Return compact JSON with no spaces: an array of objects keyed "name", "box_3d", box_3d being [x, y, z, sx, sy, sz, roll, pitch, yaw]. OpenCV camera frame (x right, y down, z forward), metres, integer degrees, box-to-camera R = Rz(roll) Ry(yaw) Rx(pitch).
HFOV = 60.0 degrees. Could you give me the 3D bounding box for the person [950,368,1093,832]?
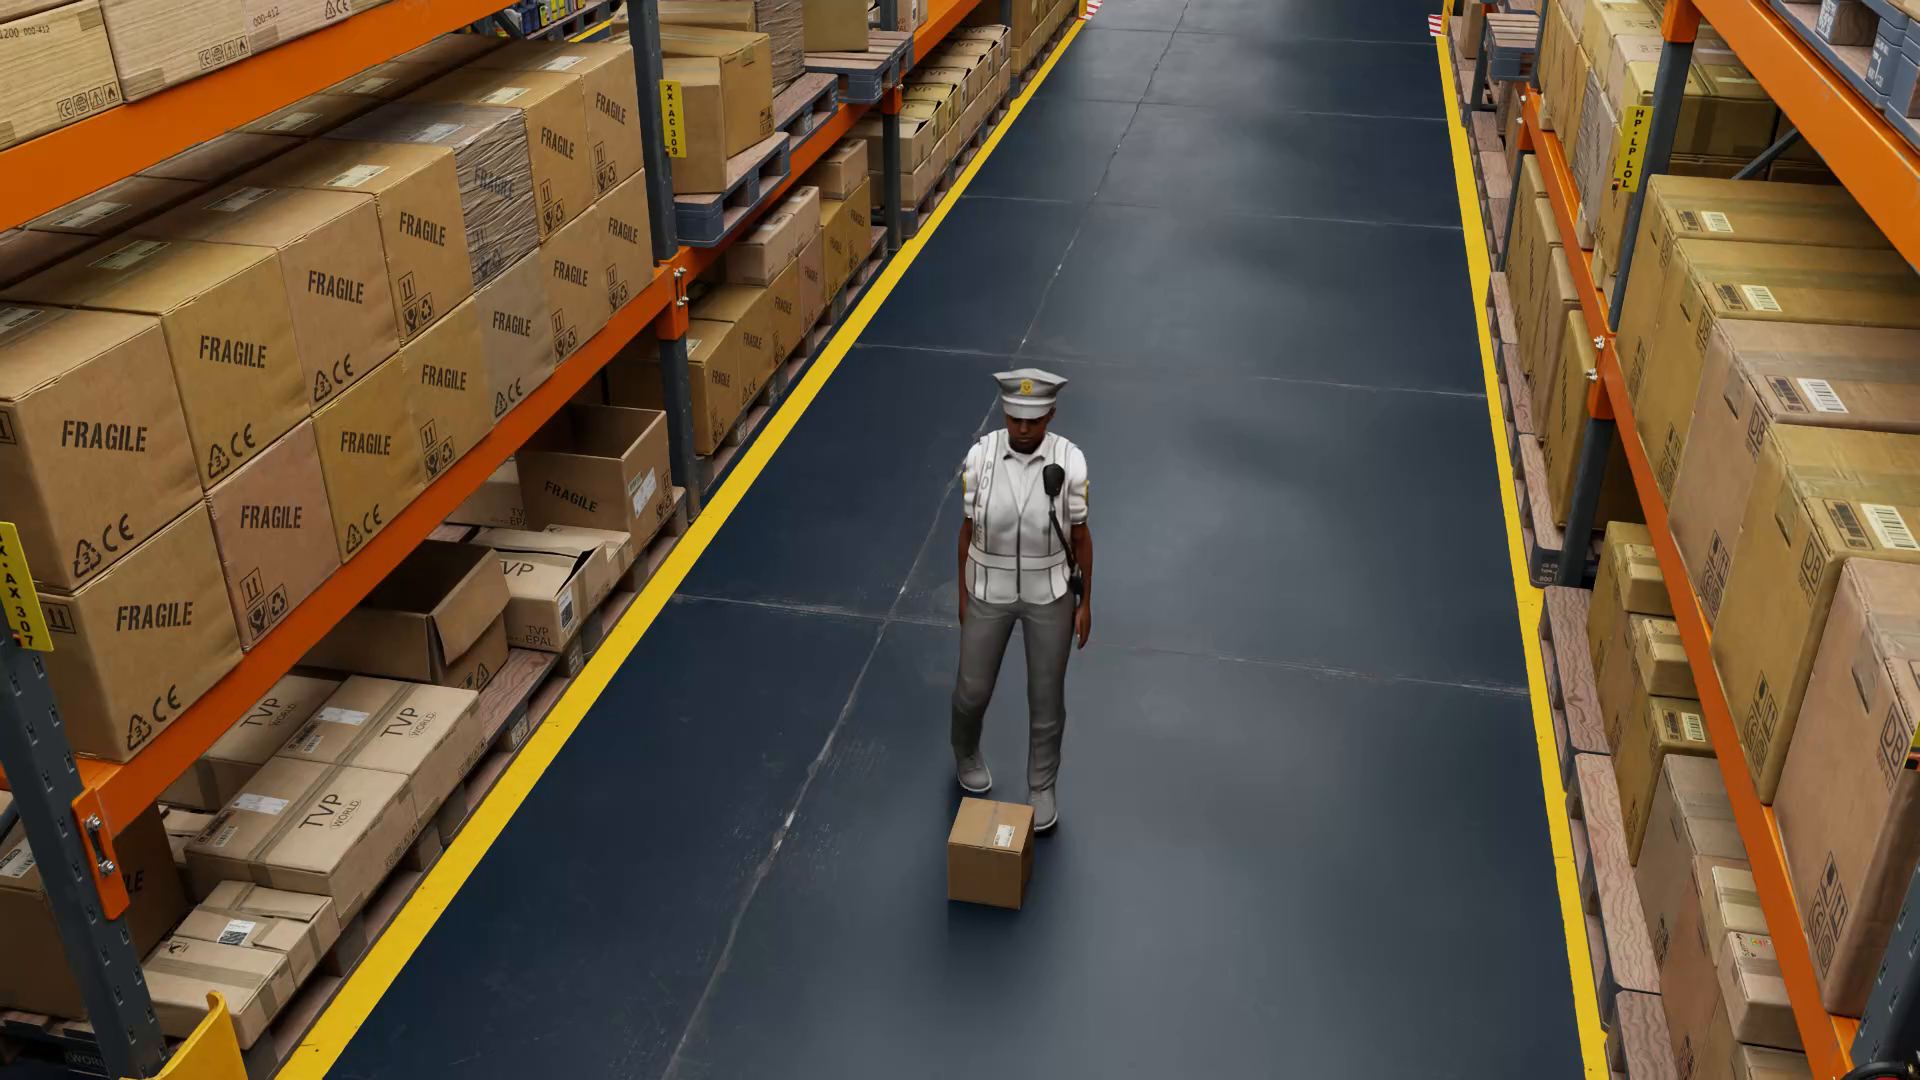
[{"name":"person","box_3d":[0.201,0.210,5.734,0.510,1.702,0.465,3,29,6]}]
